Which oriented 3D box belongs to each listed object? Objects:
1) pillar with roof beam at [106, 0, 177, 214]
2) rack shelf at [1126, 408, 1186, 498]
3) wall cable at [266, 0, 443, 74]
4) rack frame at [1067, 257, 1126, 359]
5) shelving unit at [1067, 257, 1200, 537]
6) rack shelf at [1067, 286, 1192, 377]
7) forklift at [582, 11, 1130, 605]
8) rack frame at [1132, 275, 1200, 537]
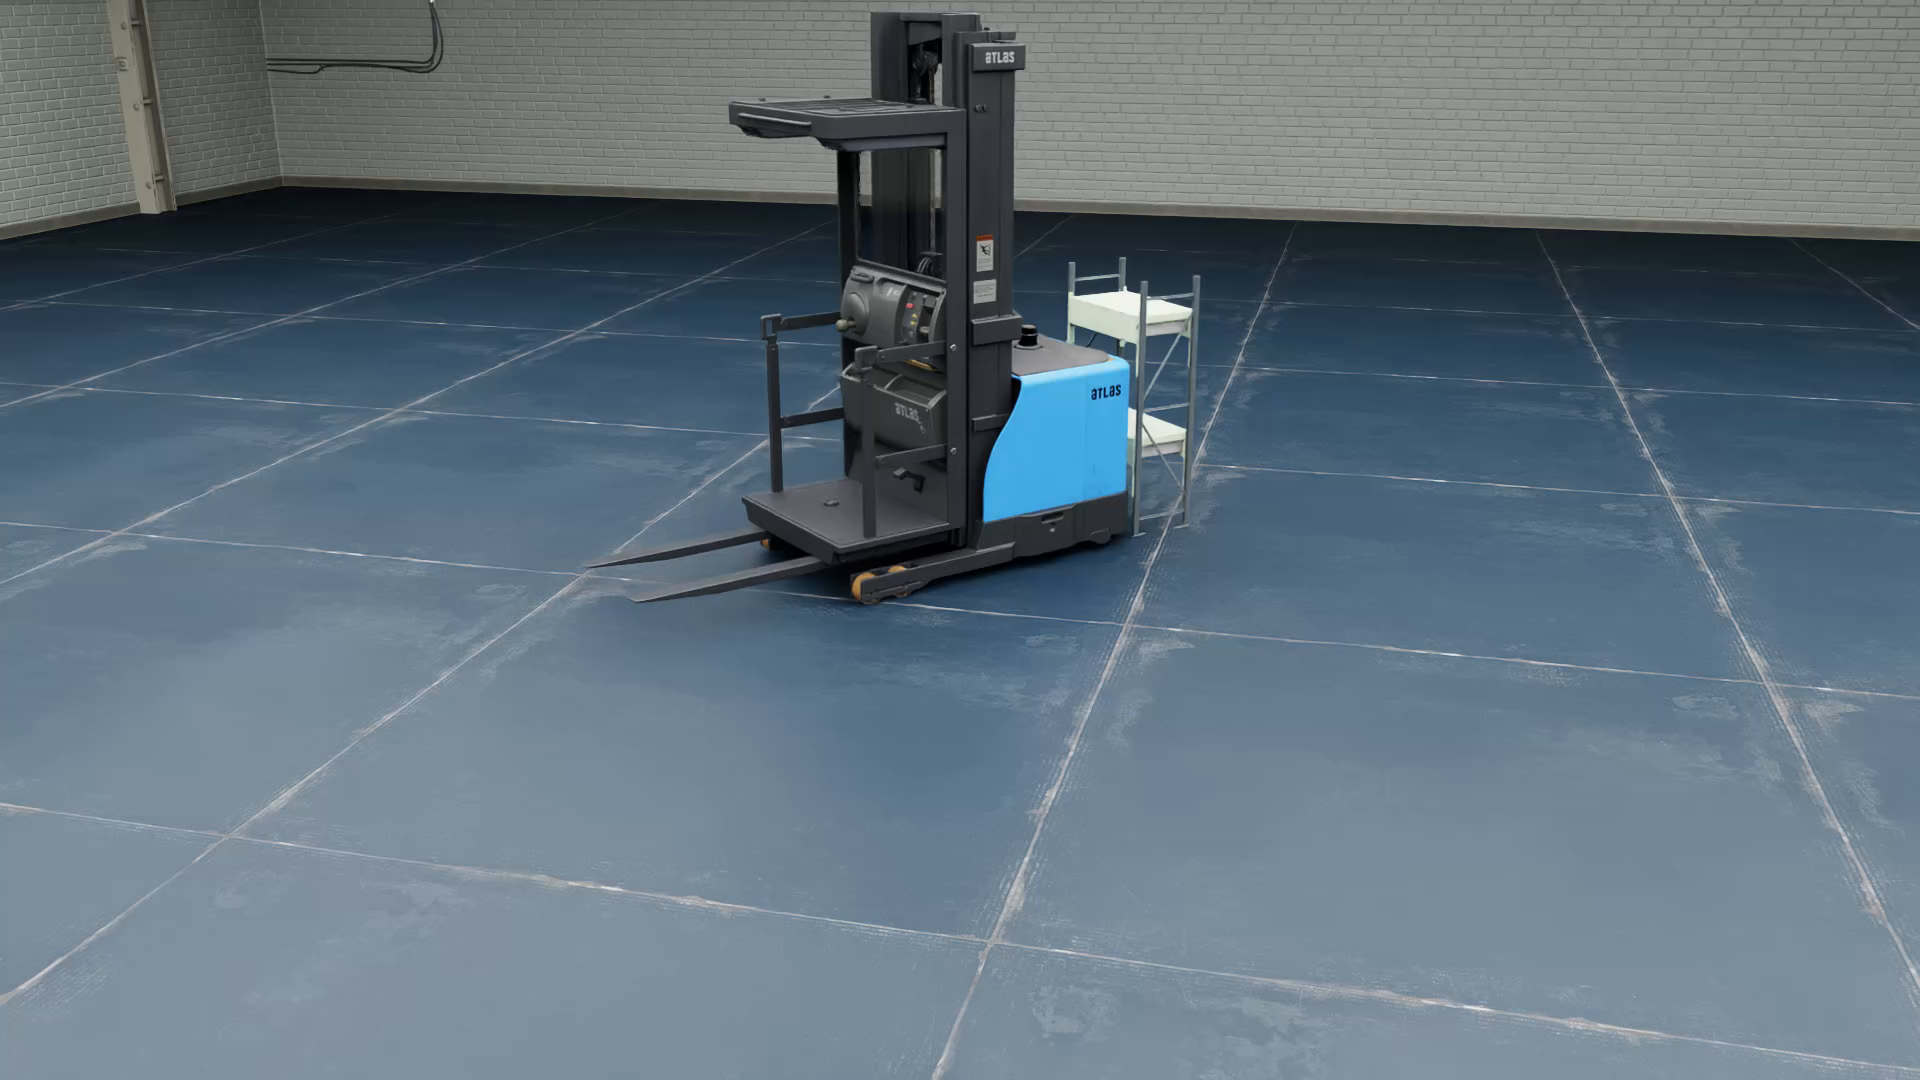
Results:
[{"bbox_3d":[-6.905,-8.458,20.529,9.100,9.000,0.400,5,19,13],"label":"pillar with roof beam"},{"bbox_3d":[1.004,-0.555,10.001,0.431,0.370,0.720,-10,21,-28],"label":"rack shelf"},{"bbox_3d":[-9.078,-8.148,24.424,3.097,2.526,0.112,5,19,13],"label":"wall cable"},{"bbox_3d":[0.823,-0.966,10.196,0.400,1.500,0.023,-10,21,-28],"label":"rack frame"},{"bbox_3d":[1.004,-0.863,9.895,0.431,1.500,0.755,-10,21,-28],"label":"shelving unit"},{"bbox_3d":[1.004,-1.233,9.769,0.431,0.370,0.720,-10,21,-28],"label":"rack shelf"},{"bbox_3d":[-0.532,-1.240,8.785,3.031,2.935,1.130,-13,23,-33],"label":"forklift"},{"bbox_3d":[1.185,-0.761,9.594,0.400,1.500,0.023,-10,21,-28],"label":"rack frame"}]
